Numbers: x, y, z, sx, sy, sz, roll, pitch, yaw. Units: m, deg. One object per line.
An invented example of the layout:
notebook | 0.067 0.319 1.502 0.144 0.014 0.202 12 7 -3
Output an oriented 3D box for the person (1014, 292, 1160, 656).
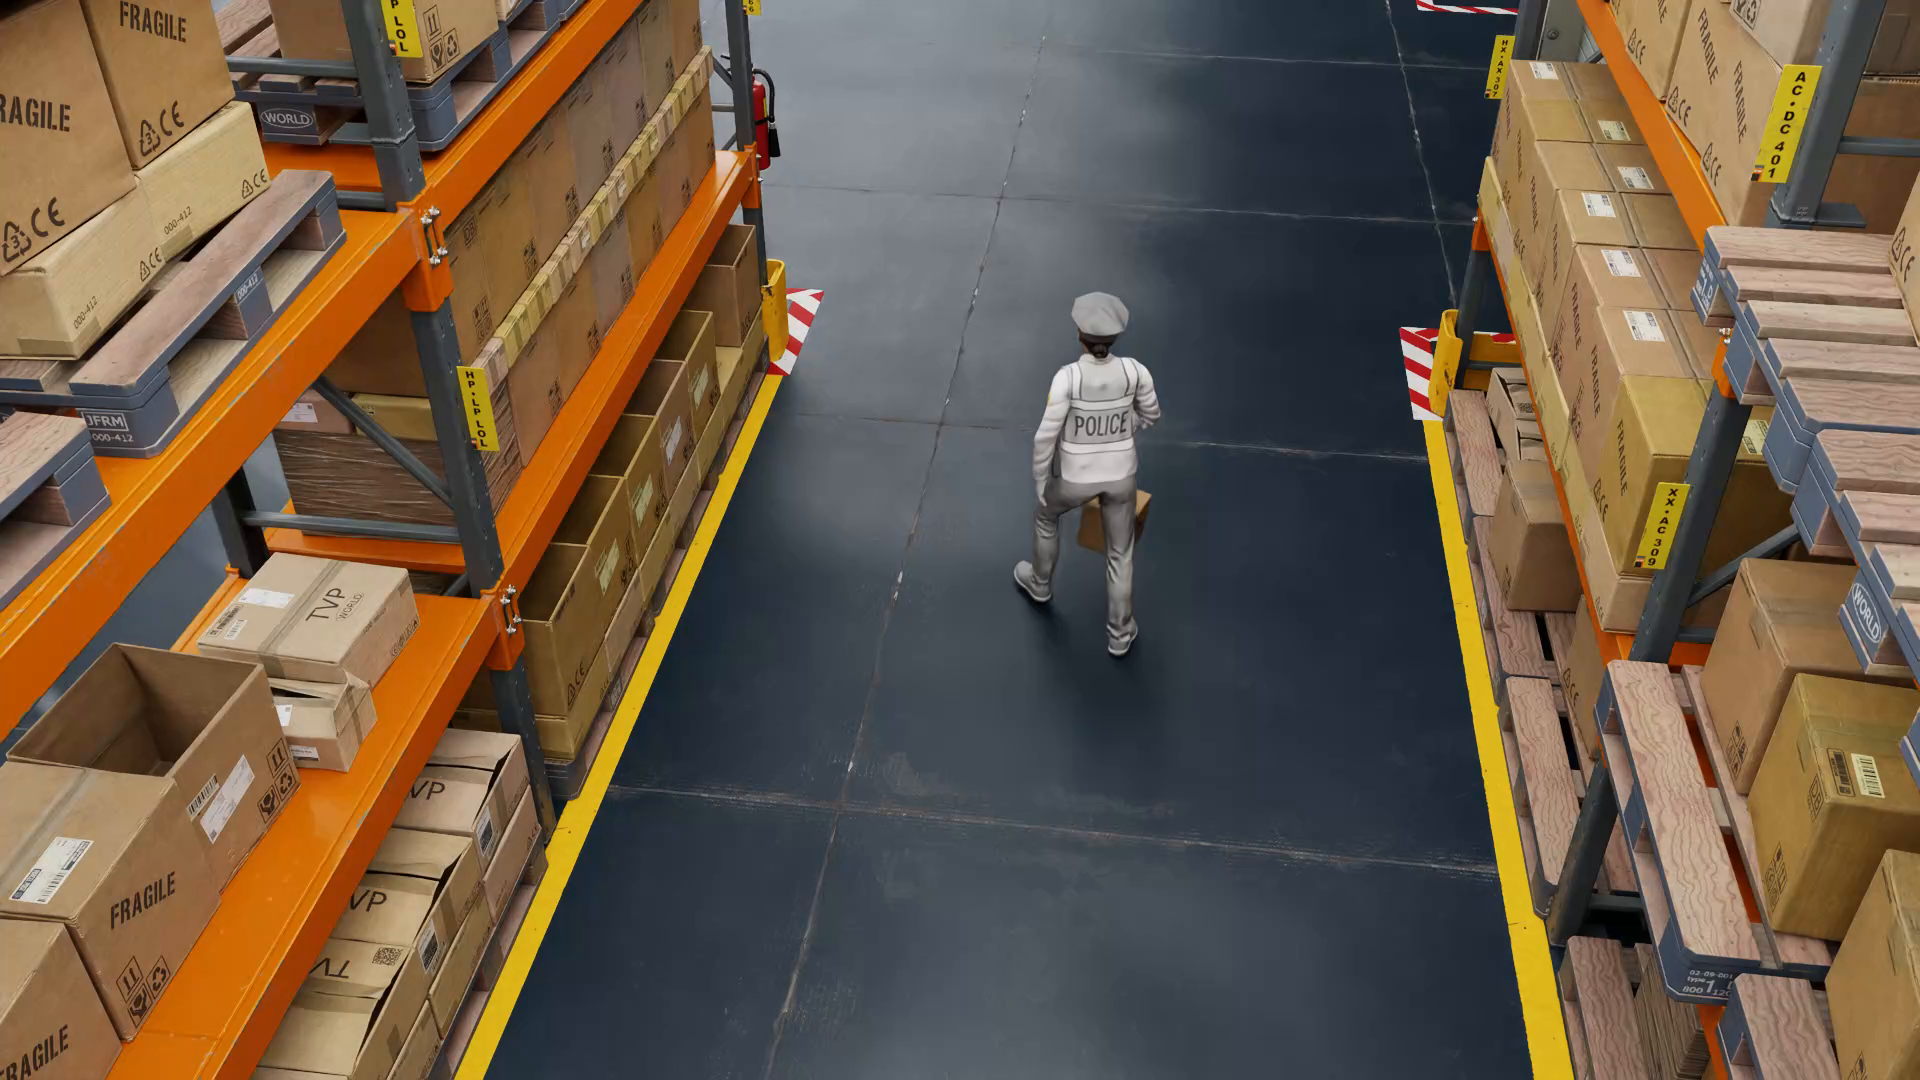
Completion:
person | 0.596 -0.309 7.467 0.605 1.645 0.700 -4 37 -5
